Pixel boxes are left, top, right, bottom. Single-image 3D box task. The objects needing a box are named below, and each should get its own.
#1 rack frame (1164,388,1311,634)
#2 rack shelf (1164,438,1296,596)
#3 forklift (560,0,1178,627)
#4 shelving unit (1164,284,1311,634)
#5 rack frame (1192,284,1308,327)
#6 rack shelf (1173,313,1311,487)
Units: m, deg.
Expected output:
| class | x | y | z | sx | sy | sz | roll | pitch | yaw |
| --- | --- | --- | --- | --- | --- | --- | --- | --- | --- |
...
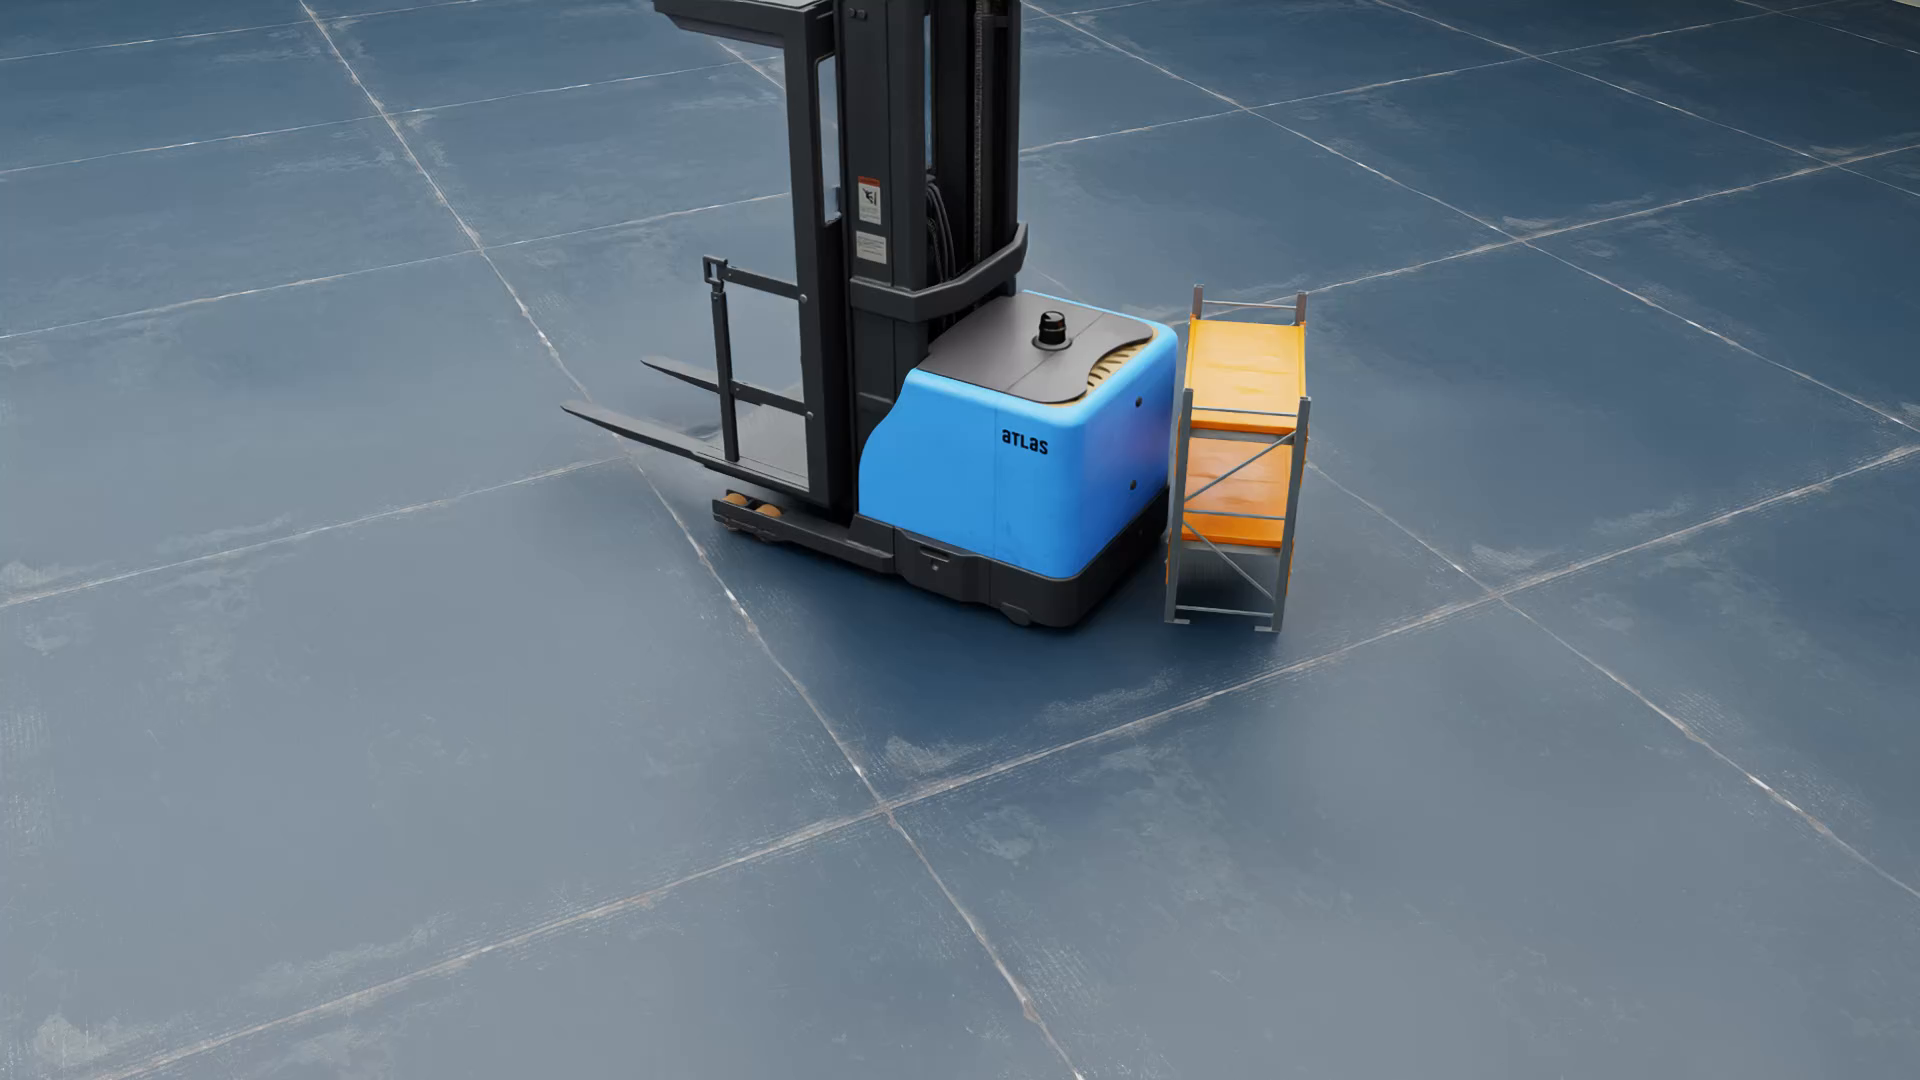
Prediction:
| class | x | y | z | sx | sy | sz | roll | pitch | yaw |
| --- | --- | --- | --- | --- | --- | --- | --- | --- | --- |
| rack frame | 1.132 | -0.102 | 6.867 | 0.500 | 1.125 | 0.032 | 5 | 33 | 8 |
| rack shelf | 1.214 | -0.167 | 7.421 | 0.538 | 0.278 | 1.000 | 5 | 33 | 8 |
| forklift | -0.562 | -1.452 | 7.299 | 3.031 | 2.935 | 1.130 | 18 | 37 | 26 |
| shelving unit | 1.214 | -0.373 | 7.289 | 0.538 | 1.125 | 1.048 | 5 | 33 | 8 |
| rack frame | 1.296 | -0.644 | 7.712 | 0.500 | 1.125 | 0.032 | 5 | 33 | 8 |
| rack shelf | 1.214 | -0.619 | 7.132 | 0.538 | 0.278 | 1.000 | 5 | 33 | 8 |
